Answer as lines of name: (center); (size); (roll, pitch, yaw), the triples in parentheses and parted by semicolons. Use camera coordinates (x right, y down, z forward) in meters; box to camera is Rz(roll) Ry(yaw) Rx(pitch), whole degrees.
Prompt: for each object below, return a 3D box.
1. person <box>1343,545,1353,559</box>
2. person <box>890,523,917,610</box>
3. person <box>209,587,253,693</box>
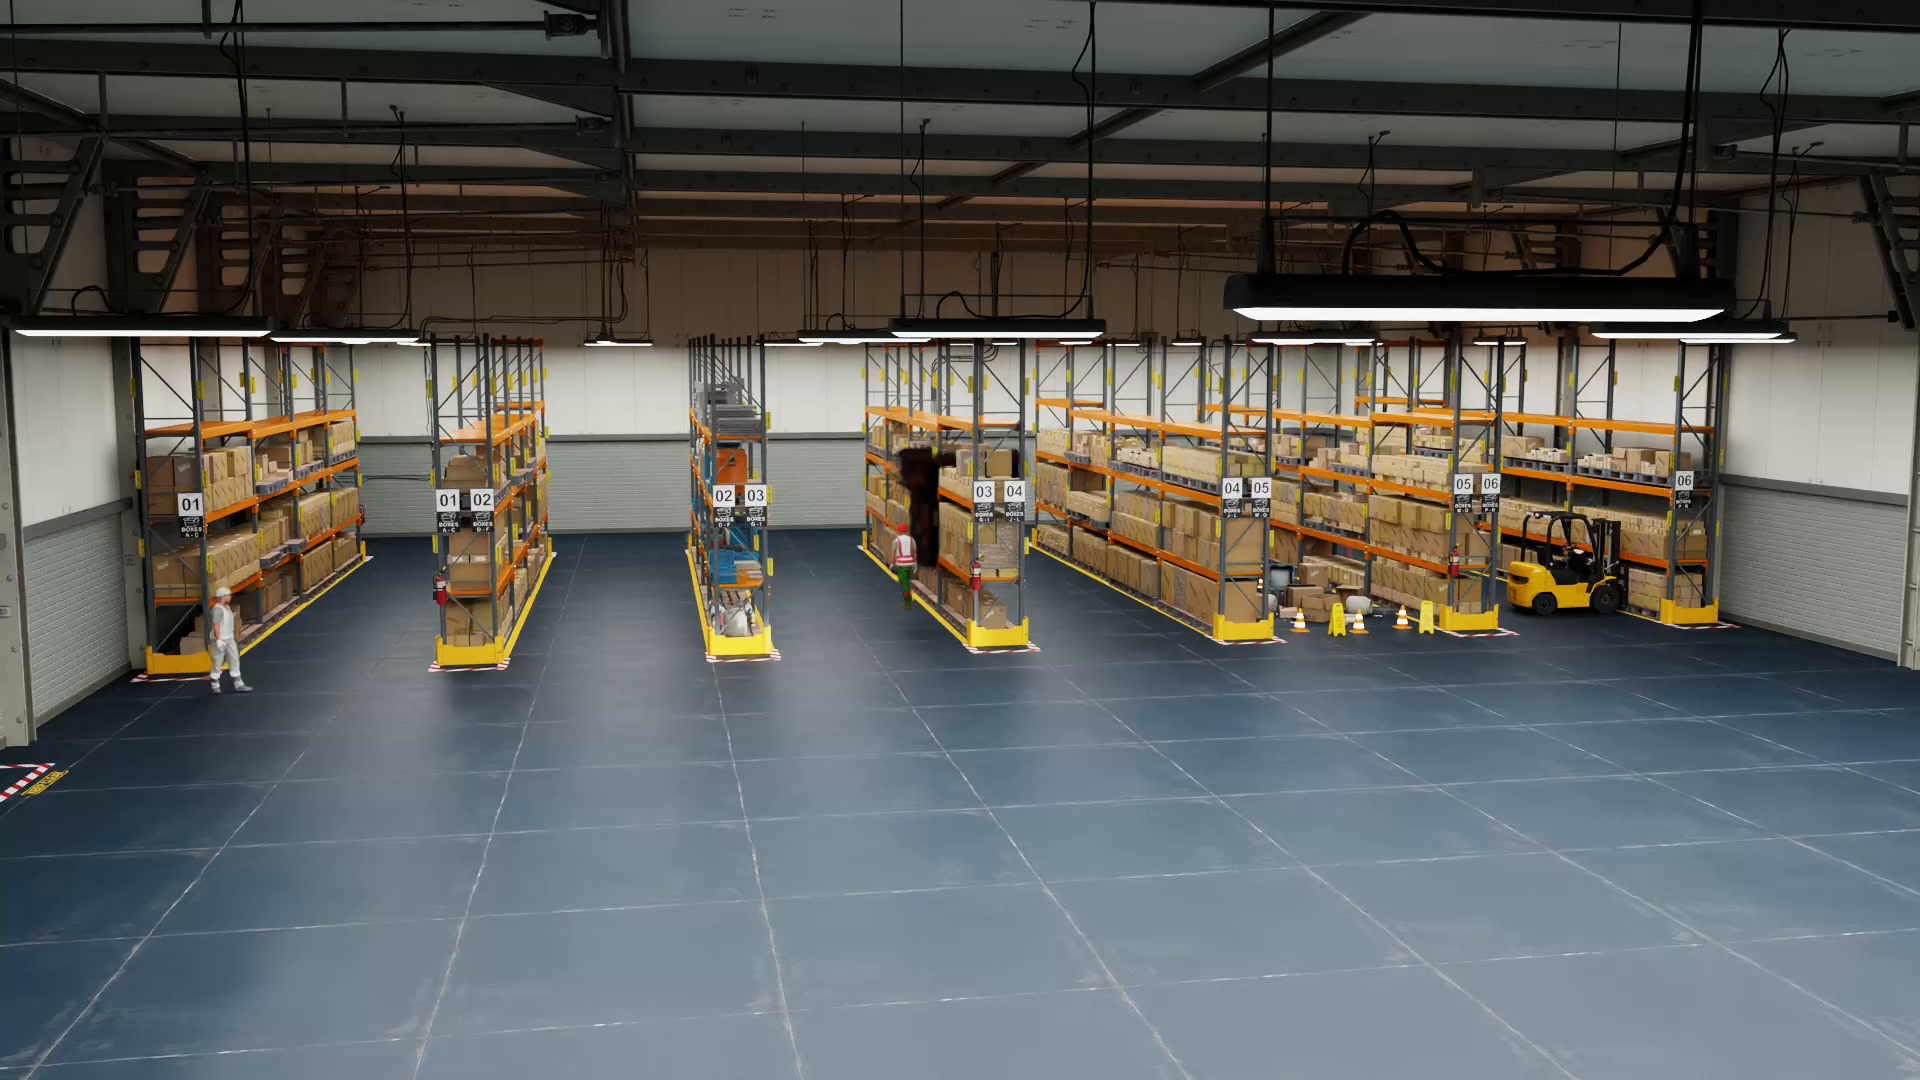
person: (10.432, -0.254, 44.939); (0.344, 1.675, 0.489); (0, 7, 1)
person: (-1.203, 0.583, 34.762); (0.482, 1.870, 0.504); (6, 9, 41)
person: (-12.225, 1.673, 27.706); (0.633, 1.782, 0.583); (2, 7, 14)
